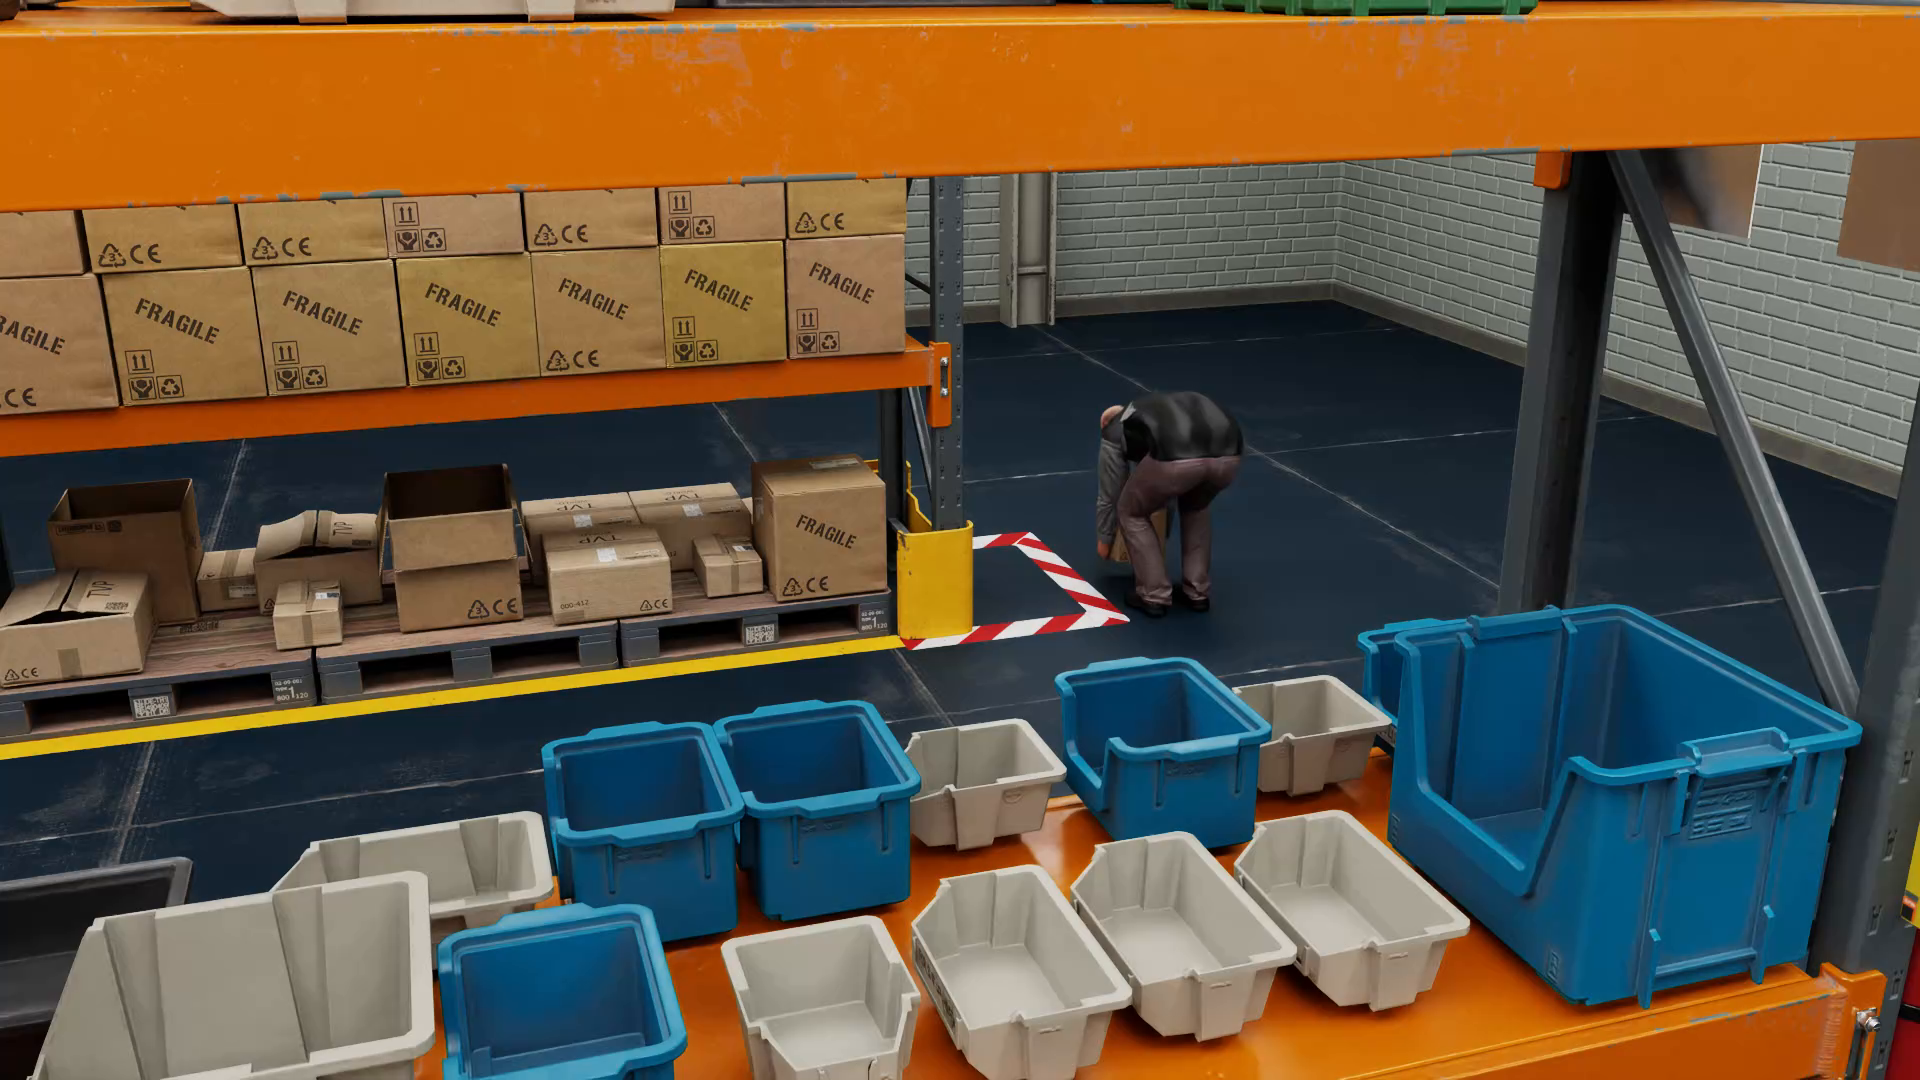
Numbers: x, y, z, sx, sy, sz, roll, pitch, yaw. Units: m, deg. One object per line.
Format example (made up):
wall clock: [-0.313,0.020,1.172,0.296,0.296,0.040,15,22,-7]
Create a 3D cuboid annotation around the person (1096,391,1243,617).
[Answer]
person: [0.927,-0.222,7.785,0.476,1.041,0.952,-8,21,-22]
